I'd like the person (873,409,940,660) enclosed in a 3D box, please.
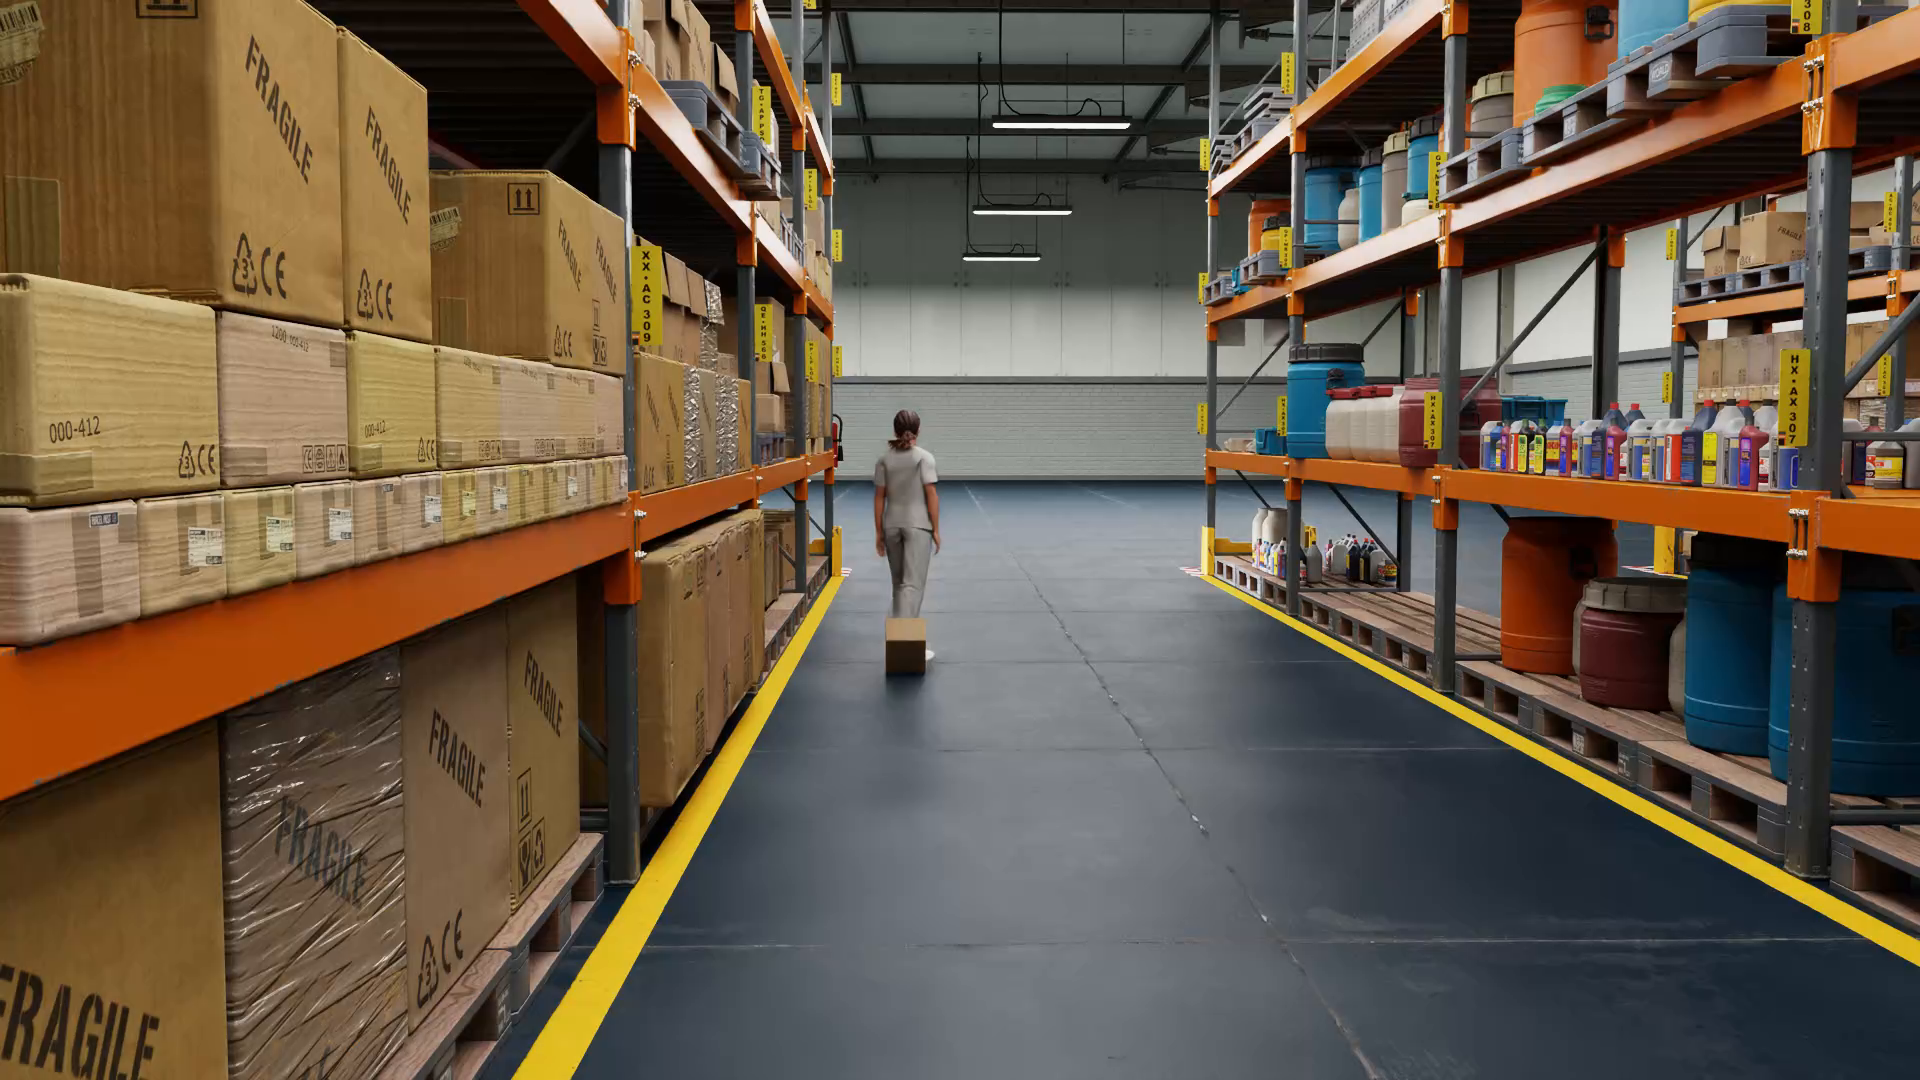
[{"bbox_3d":[-0.357,-0.028,10.929,0.485,1.661,0.568,2,4,27],"label":"person"}]
